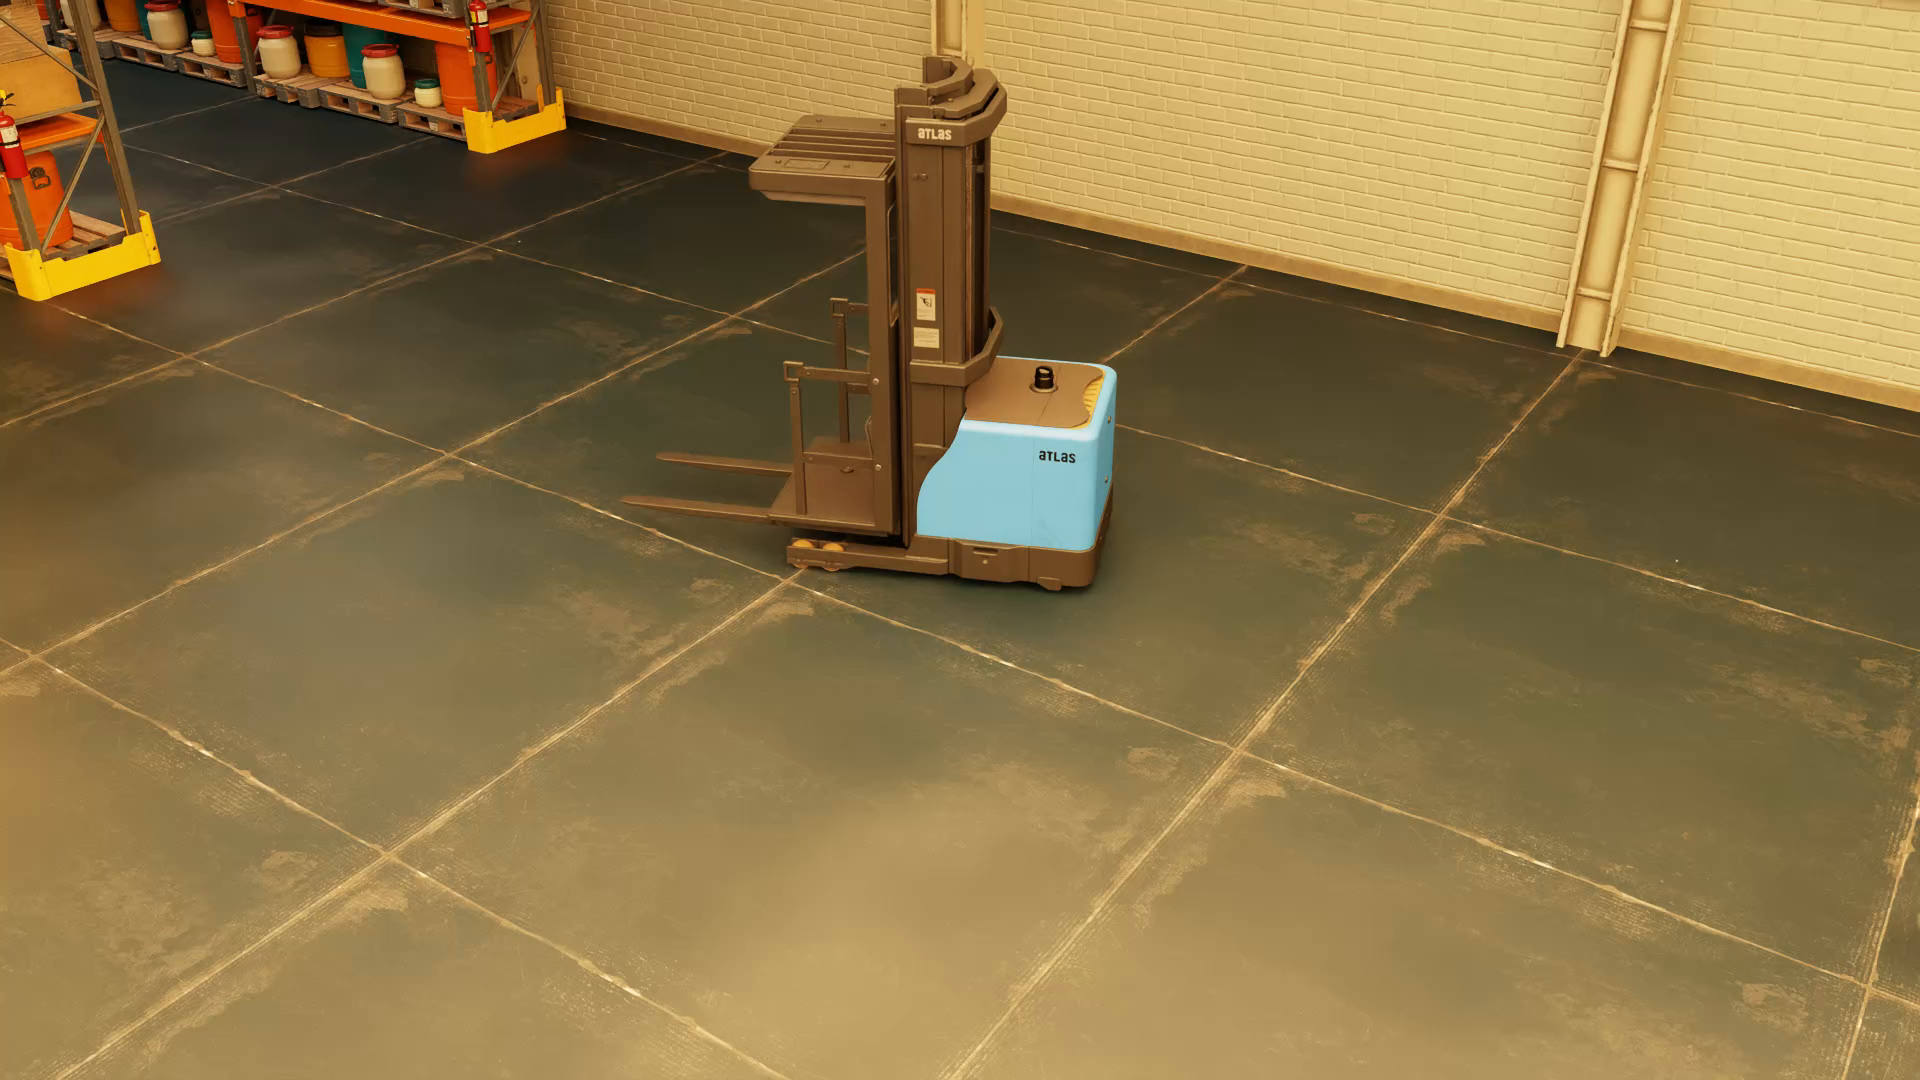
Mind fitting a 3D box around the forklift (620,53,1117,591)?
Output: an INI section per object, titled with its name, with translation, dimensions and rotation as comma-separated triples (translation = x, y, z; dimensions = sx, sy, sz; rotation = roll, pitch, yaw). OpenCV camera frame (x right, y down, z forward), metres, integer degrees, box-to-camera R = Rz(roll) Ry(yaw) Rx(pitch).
[forklift]
translation = -0.596, -1.330, 9.871
dimensions = 3.031, 2.935, 1.130
rotation = 6, 31, 10
